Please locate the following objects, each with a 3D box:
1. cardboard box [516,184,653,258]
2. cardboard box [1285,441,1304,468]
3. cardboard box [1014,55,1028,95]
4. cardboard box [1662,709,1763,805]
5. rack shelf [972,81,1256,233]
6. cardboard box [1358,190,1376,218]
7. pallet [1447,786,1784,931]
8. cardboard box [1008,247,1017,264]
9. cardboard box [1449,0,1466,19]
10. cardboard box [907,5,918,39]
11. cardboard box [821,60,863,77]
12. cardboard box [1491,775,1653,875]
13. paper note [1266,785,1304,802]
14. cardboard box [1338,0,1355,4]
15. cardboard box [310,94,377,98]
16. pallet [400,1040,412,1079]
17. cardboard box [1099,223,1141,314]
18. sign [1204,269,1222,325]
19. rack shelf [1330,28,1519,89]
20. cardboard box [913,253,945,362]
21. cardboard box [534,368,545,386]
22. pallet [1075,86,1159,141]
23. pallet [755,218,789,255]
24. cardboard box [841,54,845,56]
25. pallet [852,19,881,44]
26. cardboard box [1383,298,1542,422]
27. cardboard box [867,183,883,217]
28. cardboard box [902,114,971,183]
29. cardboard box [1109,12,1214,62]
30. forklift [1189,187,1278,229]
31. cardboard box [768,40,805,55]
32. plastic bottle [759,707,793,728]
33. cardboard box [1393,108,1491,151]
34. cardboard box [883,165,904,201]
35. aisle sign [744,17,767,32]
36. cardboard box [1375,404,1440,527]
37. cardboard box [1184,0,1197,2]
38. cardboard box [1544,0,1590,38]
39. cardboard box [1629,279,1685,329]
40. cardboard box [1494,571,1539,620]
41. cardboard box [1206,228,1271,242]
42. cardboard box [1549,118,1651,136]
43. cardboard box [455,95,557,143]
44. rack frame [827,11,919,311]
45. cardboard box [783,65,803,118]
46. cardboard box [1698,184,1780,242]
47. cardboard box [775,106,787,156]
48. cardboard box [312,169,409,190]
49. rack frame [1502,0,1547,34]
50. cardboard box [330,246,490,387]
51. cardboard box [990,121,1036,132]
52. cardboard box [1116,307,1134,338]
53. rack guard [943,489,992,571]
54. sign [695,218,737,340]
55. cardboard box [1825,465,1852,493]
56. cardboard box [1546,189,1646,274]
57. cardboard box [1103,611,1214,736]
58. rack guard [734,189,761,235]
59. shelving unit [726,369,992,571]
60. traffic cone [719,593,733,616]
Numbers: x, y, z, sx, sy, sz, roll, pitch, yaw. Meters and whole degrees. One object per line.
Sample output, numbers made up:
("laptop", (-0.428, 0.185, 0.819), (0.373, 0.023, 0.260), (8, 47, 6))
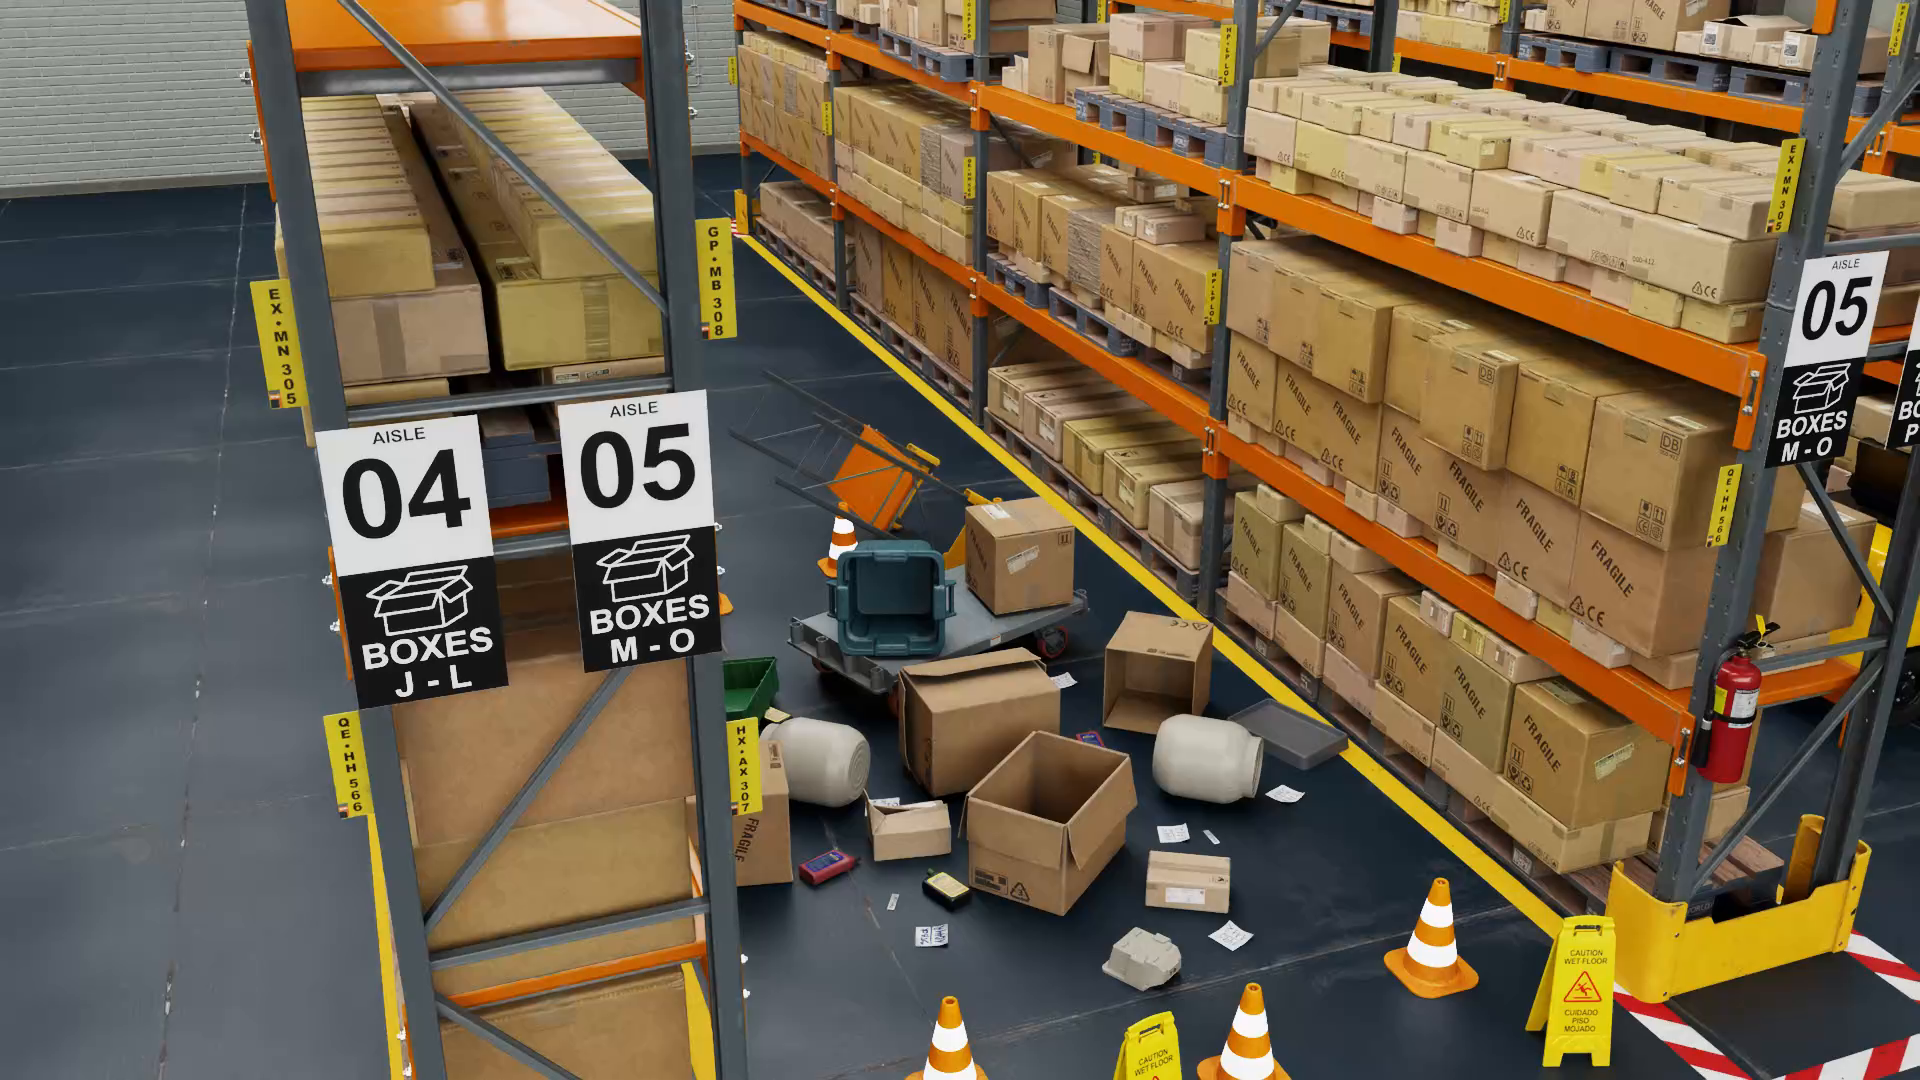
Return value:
("cardboard box", (-1.084, -0.932, 4.864), (0.380, 0.149, 0.250), (-8, 24, -19))
("cardboard box", (2.077, -0.520, 9.446), (0.380, 0.149, 0.250), (-8, 24, -19))
("cardboard box", (0.635, -3.515, 12.538), (0.396, 0.266, 0.258), (-8, 24, -19))
("cardboard box", (3.384, 0.870, 7.857), (0.500, 0.500, 0.500), (-9, 25, -21))
("rack shelf", (1.299, -2.749, 11.474), (1.077, 0.370, 4.000), (-8, 24, -19))
("cardboard box", (2.253, -1.718, 8.426), (0.380, 0.149, 0.250), (-9, 25, -21))
("pallet", (3.138, 1.439, 8.064), (1.003, 0.211, 1.213), (-8, 24, -19))
("cardboard box", (0.602, -2.252, 13.013), (0.380, 0.149, 0.250), (-10, 25, -22))
("cardboard box", (4.742, -4.896, 15.322), (0.380, 0.149, 0.250), (-8, 24, -18))
("cardboard box", (-0.221, -4.391, 14.077), (0.396, 0.266, 0.258), (-9, 24, -20))
("cardboard box", (-1.219, -4.863, 17.175), (0.380, 0.149, 0.250), (-8, 24, -18))
("cardboard box", (2.873, 1.290, 7.827), (0.500, 0.250, 0.500), (-8, 24, -19))
("paper note", (1.682, 1.311, 8.599), (0.142, 0.019, 0.148), (-18, 29, -37))
("cardboard box", (4.000, -5.439, 16.585), (0.380, 0.149, 0.250), (-8, 24, -18))
("cardboard box", (-2.598, -1.766, 6.843), (0.380, 0.149, 0.250), (-9, 24, -19))
("pallet", (-1.532, 2.203, 6.252), (1.003, 0.211, 1.213), (-8, 24, -19))
("cardboard box", (1.275, -1.853, 11.232), (0.500, 0.500, 0.500), (-7, 24, -17))
("sign", (1.488, -1.428, 9.784), (0.100, 0.325, 0.005), (-8, 24, -19))
("rack shelf", (4.528, -4.885, 16.542), (1.077, 0.370, 4.000), (-8, 24, -19))
("cardboard box", (0.115, -2.226, 15.365), (0.875, 0.875, 0.875), (-8, 24, -18))
("cardboard box", (-1.088, -0.569, 5.031), (0.380, 0.149, 0.250), (-8, 24, -18))
("pallet", (1.518, -2.883, 11.107), (1.213, 0.211, 1.003), (-8, 24, -19))
("pallet", (-1.878, -3.767, 20.416), (1.003, 0.211, 1.213), (-8, 24, -19))
("cardboard box", (-1.187, -5.292, 18.192), (0.380, 0.149, 0.250), (-8, 24, -19))
("pallet", (-0.450, -4.846, 15.770), (0.805, 0.209, 1.217), (-9, 25, -21))
("cardboard box", (2.540, -0.874, 8.163), (0.700, 0.500, 0.500), (-9, 24, -19))
("cardboard box", (-0.562, -3.237, 15.761), (0.500, 0.250, 0.500), (-9, 24, -19))
("cardboard box", (-0.193, -3.450, 14.658), (0.500, 0.500, 0.500), (-8, 24, -19))
("cardboard box", (1.301, -3.269, 10.792), (0.500, 0.250, 0.500), (-8, 24, -18))
("forklift", (2.633, -2.491, 13.885), (3.031, 2.935, 1.130), (14, 26, 29))
("cardboard box", (-1.971, -5.594, 18.908), (0.380, 0.149, 0.250), (-8, 24, -18))
("plastic bottle", (-1.080, 0.992, 9.318), (0.283, 0.061, 0.133), (18, 29, 36))
("cardboard box", (2.323, -1.981, 8.022), (0.380, 0.149, 0.250), (-9, 24, -20))
("cardboard box", (-0.384, -3.285, 15.231), (0.500, 0.250, 0.500), (-9, 25, -21))
("aisle sign", (-2.530, -6.516, 20.001), (0.394, 0.787, 0.004), (-8, 24, -19))
("cardboard box", (2.462, -0.412, 8.355), (0.500, 0.500, 0.500), (-8, 24, -18))
("cardboard box", (2.847, -6.473, 19.706), (0.380, 0.149, 0.250), (-8, 24, -18))
("cardboard box", (5.263, -4.479, 13.854), (0.500, 0.500, 0.500), (-8, 24, -19))
("cardboard box", (2.913, -0.962, 6.631), (0.380, 0.149, 0.250), (-8, 24, -19))
("cardboard box", (2.704, 0.229, 7.669), (0.380, 0.149, 0.250), (-8, 24, -18))
("cardboard box", (1.931, -1.740, 10.964), (0.500, 0.500, 0.500), (-8, 24, -19))
("cardboard box", (2.976, -1.866, 7.751), (0.380, 0.149, 0.250), (-8, 24, -18))
("cardboard box", (-1.803, -1.672, 6.620), (0.380, 0.149, 0.250), (-8, 24, -19))
("rack frame", (-0.820, -3.878, 17.090), (1.000, 3.000, 0.127), (-8, 24, -19))
("cardboard box", (-1.606, -4.888, 18.069), (0.500, 0.500, 0.500), (-8, 24, -18))
("cardboard box", (3.023, -1.235, 6.252), (0.380, 0.149, 0.250), (-8, 24, -18))
("cardboard box", (-1.772, -4.617, 18.714), (0.500, 0.500, 0.500), (-8, 24, -17))
("cardboard box", (-1.883, -1.030, 5.096), (0.380, 0.149, 0.250), (-8, 24, -18))
("rack frame", (5.235, -5.872, 14.095), (1.000, 3.000, 0.127), (-8, 24, -19))
("cardboard box", (-1.611, -0.632, 4.665), (0.500, 0.250, 0.500), (-8, 24, -18))
("cardboard box", (0.463, -3.323, 14.357), (0.500, 0.500, 0.500), (-8, 24, -19))
("cardboard box", (1.271, -1.477, 11.176), (0.380, 0.149, 0.250), (-8, 24, -19))
("rack guard", (0.002, -0.029, 10.995), (0.250, 0.587, 0.087), (28, 7, -32))
("sign", (-0.655, -0.698, 4.454), (0.100, 0.325, 0.005), (-8, 24, -19))
("cardboard box", (6.509, -0.359, 11.740), (0.500, 0.250, 0.500), (-8, 24, -18))
("cardboard box", (2.822, -1.302, 6.926), (0.500, 0.250, 0.500), (-9, 24, -20))
("cardboard box", (1.111, 0.755, 9.311), (0.500, 0.500, 0.500), (8, 24, 18))
("rack guard", (-2.242, -4.189, 21.044), (1.175, 0.500, 0.348), (-8, 24, -19))
("shelving unit", (-0.669, -0.453, 11.089), (1.500, 0.587, 1.083), (28, 7, -32))
("traffic cone", (-1.651, 0.219, 10.635), (0.336, 0.463, 0.334), (-8, 24, -19))
